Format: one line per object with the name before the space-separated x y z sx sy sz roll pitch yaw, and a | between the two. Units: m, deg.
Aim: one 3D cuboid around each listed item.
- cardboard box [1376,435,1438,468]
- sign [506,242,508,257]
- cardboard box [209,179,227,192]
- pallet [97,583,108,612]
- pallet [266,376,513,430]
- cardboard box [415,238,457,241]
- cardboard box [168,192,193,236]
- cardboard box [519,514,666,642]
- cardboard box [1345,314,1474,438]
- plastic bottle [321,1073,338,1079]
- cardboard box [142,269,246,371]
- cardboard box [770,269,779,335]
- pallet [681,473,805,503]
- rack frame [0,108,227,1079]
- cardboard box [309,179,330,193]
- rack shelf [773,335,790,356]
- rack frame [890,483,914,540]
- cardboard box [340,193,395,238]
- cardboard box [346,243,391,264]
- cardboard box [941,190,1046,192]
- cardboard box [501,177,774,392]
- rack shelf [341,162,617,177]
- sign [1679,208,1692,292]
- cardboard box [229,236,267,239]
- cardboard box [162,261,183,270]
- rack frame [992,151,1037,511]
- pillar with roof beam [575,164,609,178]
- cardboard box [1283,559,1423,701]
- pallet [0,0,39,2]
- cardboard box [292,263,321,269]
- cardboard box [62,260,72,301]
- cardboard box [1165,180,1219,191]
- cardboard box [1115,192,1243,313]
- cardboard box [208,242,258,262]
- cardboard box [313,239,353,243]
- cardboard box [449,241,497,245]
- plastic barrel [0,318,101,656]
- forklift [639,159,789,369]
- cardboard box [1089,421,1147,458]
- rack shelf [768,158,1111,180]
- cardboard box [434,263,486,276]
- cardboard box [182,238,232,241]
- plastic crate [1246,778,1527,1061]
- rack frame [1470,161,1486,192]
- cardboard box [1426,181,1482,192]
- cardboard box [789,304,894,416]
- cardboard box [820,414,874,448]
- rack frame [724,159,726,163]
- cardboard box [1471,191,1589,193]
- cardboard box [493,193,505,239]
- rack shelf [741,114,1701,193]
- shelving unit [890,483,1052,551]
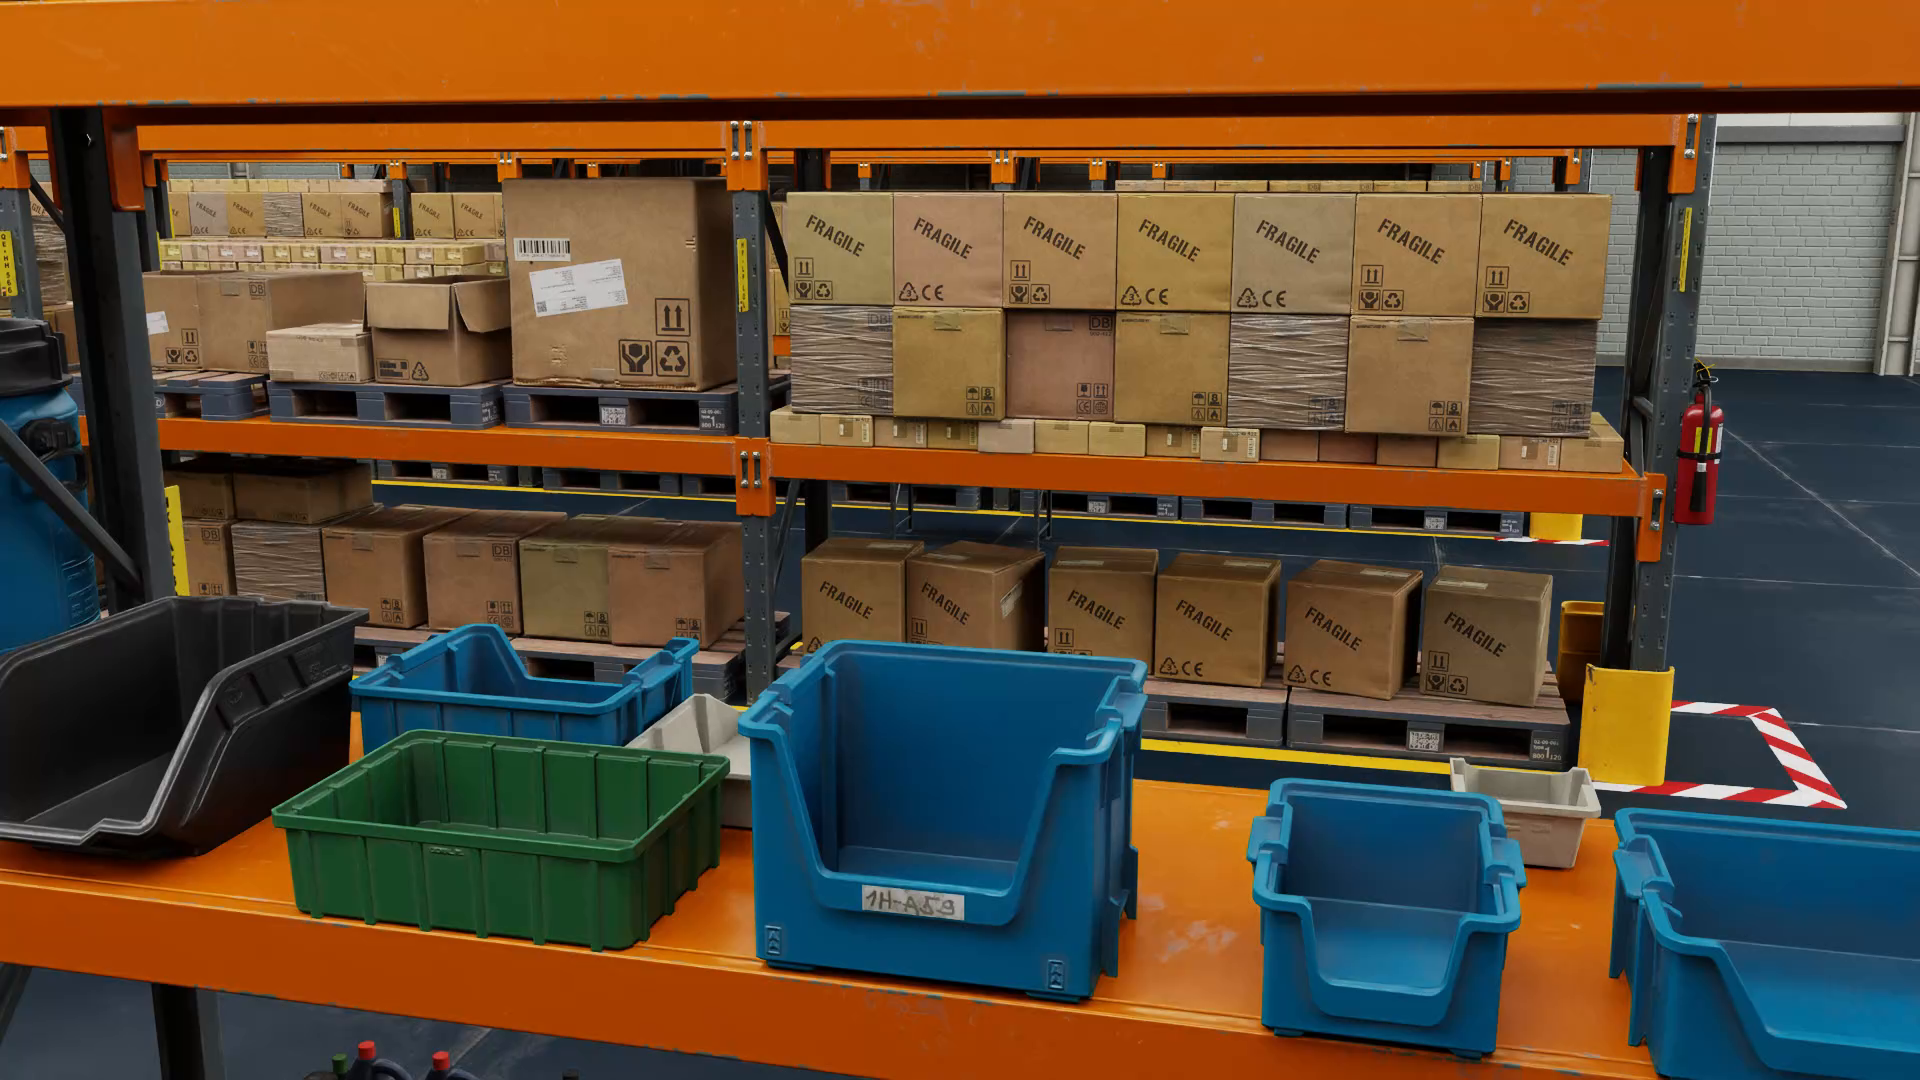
cardboard box | 1.964 -0.427 7.312 0.250 0.149 0.380 3 13 14
sign | -3.574 -2.411 13.187 0.005 0.325 0.100 3 13 14
cardboard box | -8.598 -4.167 19.555 0.250 0.149 0.380 3 13 14
pallet | -5.487 0.343 9.701 1.213 0.211 1.003 3 13 14
pallet | -2.808 -0.774 8.740 1.213 0.211 1.003 3 13 14
cardboard box | -5.890 -3.342 19.064 0.500 0.250 0.500 3 13 12
cardboard box | -9.232 -3.888 19.792 0.500 0.500 0.500 3 13 12
cardboard box | -1.906 0.186 8.724 0.500 0.500 0.700 3 13 13
cardboard box | 1.985 -0.776 7.387 0.500 0.500 0.875 3 13 14
plastic bottle | -1.384 1.369 3.738 0.185 0.351 0.144 3 13 14
cardboard box | -4.206 -1.196 8.998 0.500 0.500 0.500 1 13 7
cardboard box | -1.615 -1.890 13.096 0.500 0.500 0.500 3 13 13
pallet | -1.525 -0.518 13.580 1.213 0.211 1.003 3 13 14
rack frame | -2.043 0.287 3.516 0.053 2.616 0.949 3 13 14
cardboard box | -7.344 -4.117 19.327 0.250 0.149 0.380 3 13 13
rack shelf | -1.512 -1.545 13.431 4.000 0.370 1.077 3 13 14
rack frame | -0.411 -0.754 11.670 0.032 1.500 0.500 3 13 14
cardboard box | -6.774 -3.757 19.201 0.500 0.500 0.500 3 13 13
cardboard box | -4.797 -2.342 13.599 0.250 0.149 0.380 3 13 15
cardboard box | 0.132 -1.445 8.096 0.500 0.500 0.500 3 13 14
cardboard box | -1.594 -1.323 8.416 1.000 1.000 1.000 3 13 14
rack shelf | -7.005 -5.514 24.398 4.000 0.370 1.077 3 13 14
sign | 2.874 -1.150 6.591 0.005 0.325 0.100 3 13 14
cardboard box | -8.258 -3.351 19.683 0.500 0.500 0.500 4 13 15
cardboard box | -6.562 -2.291 14.059 0.250 0.149 0.380 3 13 15
rack frame | 0.430 -1.792 12.885 0.127 3.000 1.000 3 13 14
pillar with roof beam | -6.555 -6.546 20.464 0.400 9.000 9.100 3 13 14
cardboard box | 1.836 0.409 7.766 0.500 0.500 0.500 7 14 28
pallet | -1.319 -1.068 3.132 1.003 0.211 1.213 3 13 14
cardboard box | -5.295 -2.223 13.754 0.250 0.149 0.380 3 13 15
cardboard box | -7.874 -2.367 14.559 0.500 0.500 0.500 3 13 14
cardboard box | 2.384 -3.421 17.001 0.500 0.500 0.700 3 13 14
cardboard box | 0.979 -1.284 7.371 0.500 0.500 0.500 3 13 14
cardboard box | -6.054 -2.409 13.904 0.250 0.149 0.380 3 13 13
cardboard box | -5.374 -2.519 14.398 0.250 0.149 0.380 3 13 13
cardboard box | -4.117 -2.450 14.090 0.250 0.149 0.380 3 13 12
plastic barrel | -2.346 -0.041 3.836 0.708 0.901 0.600 3 13 14
forklift | -2.190 -2.414 15.848 3.031 2.935 1.130 2 13 10
cardboard box | 0.740 -0.482 7.561 0.250 0.149 0.380 3 13 14
rack shelf | -0.424 -4.055 17.821 4.000 0.370 1.077 3 13 14
cardboard box | -4.042 -2.157 13.454 0.250 0.149 0.380 3 13 15
cardboard box | -6.639 -2.586 14.703 0.250 0.149 0.380 3 13 12
plastic crate | 0.653 0.570 2.584 0.408 0.251 0.499 3 13 14
rack frame | 6.587 -3.675 21.371 0.127 3.000 1.000 3 13 14
cardboard box | 4.853 -3.293 16.426 0.500 0.500 0.700 3 13 12
cardboard box | -0.435 -0.912 8.001 0.500 0.500 0.875 3 13 14
cardboard box | -0.480 -0.541 7.829 0.250 0.149 0.380 3 13 14
rack frame | -2.366 -3.046 18.536 0.127 3.000 1.000 3 13 14
cardboard box | 2.558 -1.315 7.508 0.500 0.500 0.500 3 13 14
cardboard box | -4.904 -3.660 18.765 0.500 0.500 0.500 3 13 12
rack shelf | 1.085 -1.764 7.493 4.000 0.370 1.077 3 13 14
shelving unit | 0.083 -0.728 11.551 1.048 1.500 0.538 3 13 14
